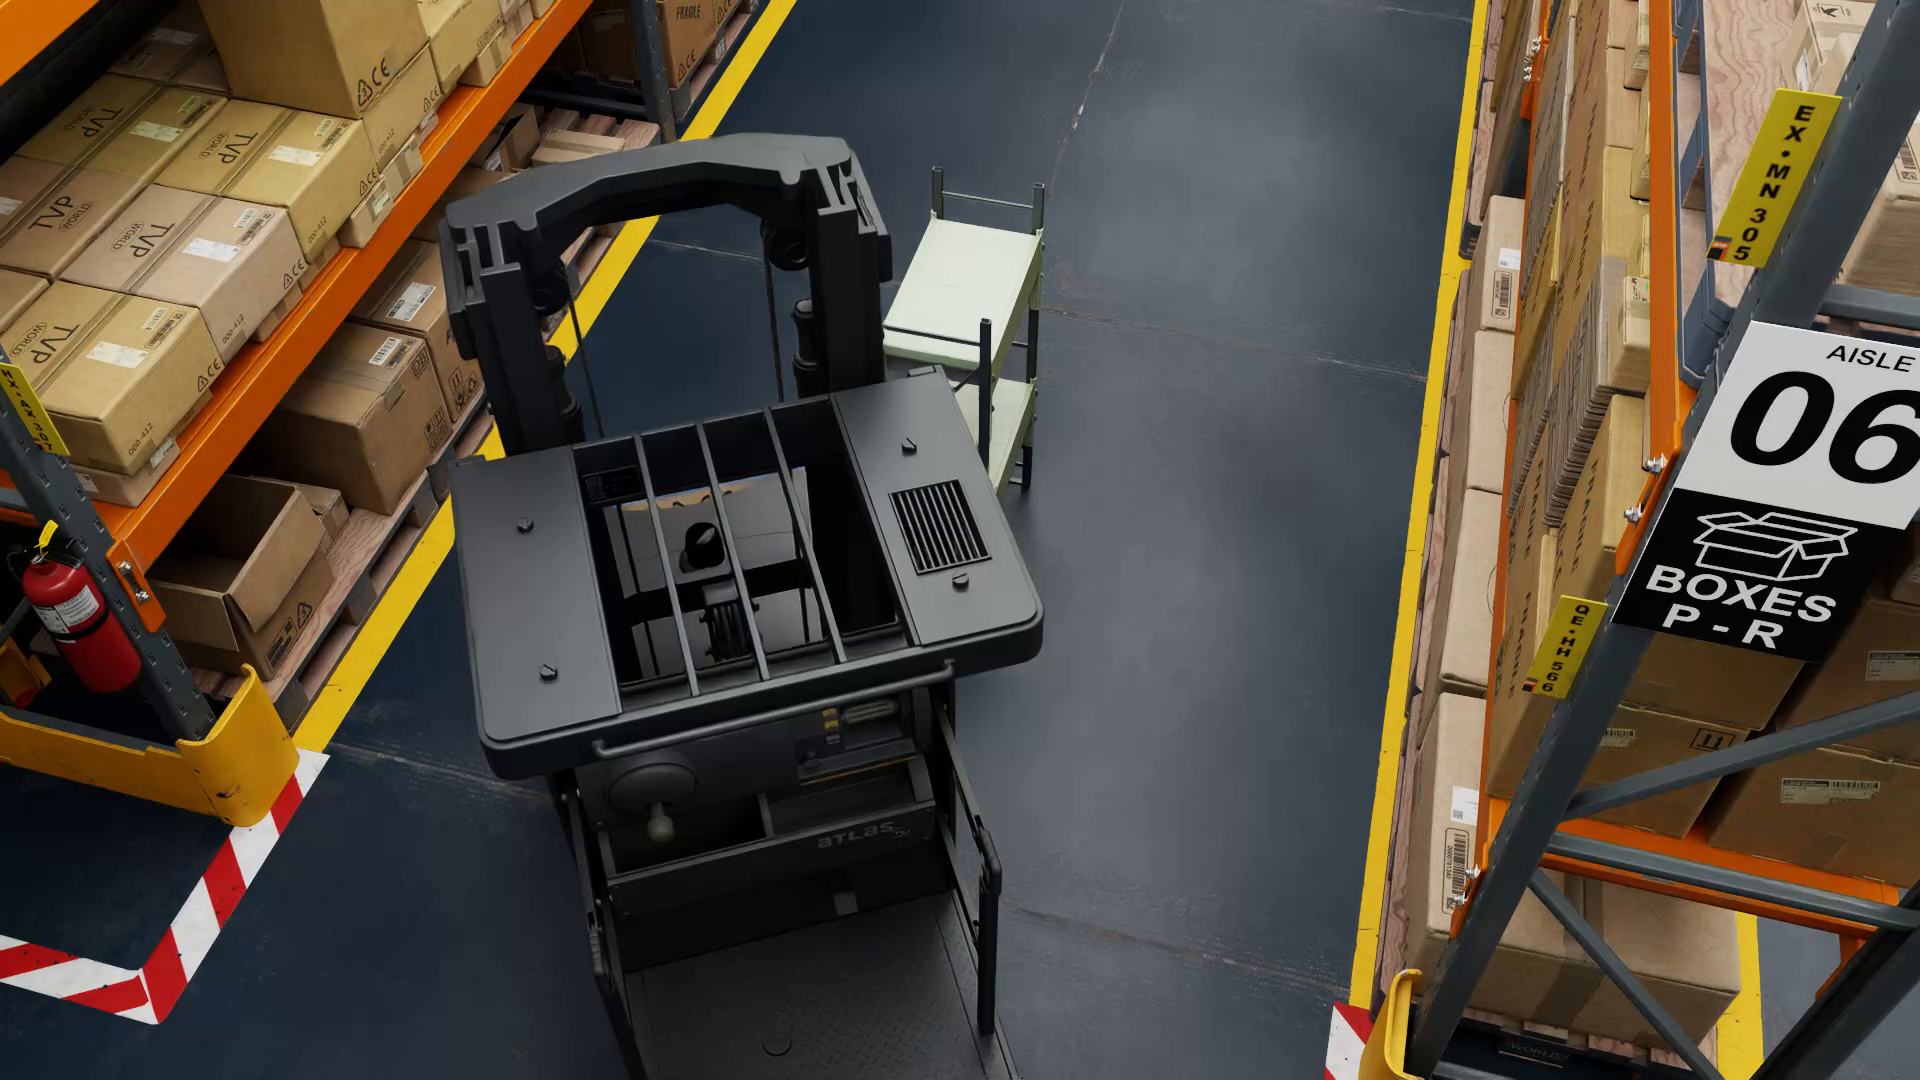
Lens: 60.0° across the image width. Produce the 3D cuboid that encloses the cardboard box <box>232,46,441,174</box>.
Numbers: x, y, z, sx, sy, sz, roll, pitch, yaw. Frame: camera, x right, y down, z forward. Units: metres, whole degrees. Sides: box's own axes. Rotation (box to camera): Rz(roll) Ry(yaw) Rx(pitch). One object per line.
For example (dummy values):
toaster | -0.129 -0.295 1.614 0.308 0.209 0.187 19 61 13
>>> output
cardboard box | -2.229 -1.596 5.979 0.500 0.250 0.500 10 49 9

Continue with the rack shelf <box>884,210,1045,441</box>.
rack shelf | 0.002 -0.759 5.818 0.431 0.370 0.720 12 50 10

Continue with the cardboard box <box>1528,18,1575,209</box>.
cardboard box | 2.345 -1.465 5.894 0.500 0.500 0.500 12 50 10

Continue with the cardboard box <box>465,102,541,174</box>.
cardboard box | -2.334 -1.878 7.839 0.500 0.311 0.500 13 50 11

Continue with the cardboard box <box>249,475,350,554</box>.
cardboard box | -2.583 -0.085 6.365 0.380 0.149 0.250 10 49 9

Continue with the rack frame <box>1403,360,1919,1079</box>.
rack frame | 1.805 0.811 3.953 1.000 3.000 0.127 12 50 10

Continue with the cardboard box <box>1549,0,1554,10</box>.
cardboard box | 2.733 -2.407 6.893 0.500 0.250 0.500 10 49 9

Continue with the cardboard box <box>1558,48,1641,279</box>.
cardboard box | 2.079 -1.053 4.864 0.500 0.500 0.500 11 50 10

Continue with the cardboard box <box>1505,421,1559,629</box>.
cardboard box | 1.823 0.016 4.587 0.500 0.500 0.500 11 49 9

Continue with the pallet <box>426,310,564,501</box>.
pallet | -2.433 -0.755 7.195 1.003 0.211 1.213 12 50 10

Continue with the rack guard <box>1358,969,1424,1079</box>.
rack guard | 1.799 1.655 4.875 1.175 0.500 0.348 12 50 10

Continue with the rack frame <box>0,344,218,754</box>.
rack frame | -2.985 -0.166 4.815 1.000 3.000 0.127 12 50 10

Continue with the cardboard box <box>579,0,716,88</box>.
cardboard box | -1.588 -2.677 8.418 0.500 0.500 0.500 14 50 12

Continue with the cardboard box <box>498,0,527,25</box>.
cardboard box | -1.948 -2.327 6.623 0.500 0.250 0.500 12 50 10

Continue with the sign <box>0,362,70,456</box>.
sign | -2.461 -0.346 4.396 0.100 0.325 0.005 12 50 10

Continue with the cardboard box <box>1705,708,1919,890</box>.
cardboard box | 2.208 0.487 4.172 0.500 0.500 0.500 11 50 10

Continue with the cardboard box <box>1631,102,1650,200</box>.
cardboard box | 1.989 -1.001 4.385 0.380 0.149 0.250 13 50 11

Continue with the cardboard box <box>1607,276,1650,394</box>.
cardboard box | 1.737 -0.459 3.907 0.380 0.149 0.250 11 50 10

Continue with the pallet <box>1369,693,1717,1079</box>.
pallet | 1.940 1.139 5.522 1.003 0.211 1.213 12 50 10

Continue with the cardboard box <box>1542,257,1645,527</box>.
cardboard box | 1.811 -0.333 4.228 0.500 0.500 0.500 12 50 10

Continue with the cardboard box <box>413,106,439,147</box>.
cardboard box | -2.196 -1.583 6.233 0.380 0.149 0.250 11 50 10

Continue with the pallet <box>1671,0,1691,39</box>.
pallet | 2.309 -1.577 4.118 1.003 0.211 1.213 12 50 10

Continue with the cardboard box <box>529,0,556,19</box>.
cardboard box | -1.865 -2.311 6.875 0.380 0.149 0.250 13 50 11

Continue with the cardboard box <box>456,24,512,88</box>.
cardboard box | -2.000 -1.936 6.544 0.380 0.149 0.250 11 49 9

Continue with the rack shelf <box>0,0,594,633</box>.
rack shelf | -2.458 -1.375 6.361 1.077 0.370 4.000 12 50 10

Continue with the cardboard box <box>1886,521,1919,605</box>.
cardboard box | 2.165 0.030 3.476 0.380 0.149 0.250 13 50 11

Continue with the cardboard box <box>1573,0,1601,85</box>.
cardboard box | 2.360 -1.786 5.511 0.500 0.500 0.500 11 49 10

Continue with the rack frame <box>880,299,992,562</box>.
rack frame | -0.095 -0.236 5.877 0.400 1.500 0.023 12 50 10

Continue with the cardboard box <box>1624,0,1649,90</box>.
cardboard box | 2.105 -1.386 4.725 0.380 0.149 0.250 12 50 10

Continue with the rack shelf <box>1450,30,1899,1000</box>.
rack shelf | 2.331 -0.398 5.499 1.077 0.370 4.000 12 50 10

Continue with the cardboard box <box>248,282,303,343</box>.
cardboard box | -2.450 -0.828 5.566 0.380 0.149 0.250 13 50 11

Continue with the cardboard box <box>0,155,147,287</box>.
cardboard box | -2.983 -0.973 5.429 0.500 0.250 0.500 12 50 10

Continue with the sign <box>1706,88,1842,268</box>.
sign | 1.285 -0.566 2.629 0.100 0.325 0.005 12 50 10

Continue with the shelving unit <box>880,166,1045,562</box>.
shelving unit | 0.002 -0.501 6.111 0.431 1.500 0.755 12 50 10

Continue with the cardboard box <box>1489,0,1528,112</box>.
cardboard box | 3.174 -2.638 8.133 0.875 0.875 0.875 13 50 11

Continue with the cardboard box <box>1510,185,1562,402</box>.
cardboard box | 2.072 -0.734 5.249 0.500 0.500 0.500 13 50 11

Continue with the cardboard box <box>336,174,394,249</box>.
cardboard box | -2.247 -1.189 5.885 0.380 0.149 0.250 10 49 9

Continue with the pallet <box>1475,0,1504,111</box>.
pallet | 3.307 -2.618 8.839 1.003 0.211 1.213 12 50 10

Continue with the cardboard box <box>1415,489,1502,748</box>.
cardboard box | 2.115 0.359 5.780 0.875 0.438 0.875 13 50 11

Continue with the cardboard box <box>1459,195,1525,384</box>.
cardboard box | 2.589 -0.941 6.927 0.875 0.438 0.875 11 49 9

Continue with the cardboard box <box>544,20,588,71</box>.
cardboard box | -2.088 -2.785 8.513 0.500 0.500 0.500 11 50 10

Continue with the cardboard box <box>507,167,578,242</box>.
cardboard box | -1.889 -1.575 7.601 0.396 0.266 0.258 13 50 11

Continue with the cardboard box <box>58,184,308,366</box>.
cardboard box | -2.473 -0.855 5.324 0.500 0.250 0.500 12 50 10

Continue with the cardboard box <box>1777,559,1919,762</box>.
cardboard box | 2.206 0.156 3.797 0.500 0.500 0.500 11 49 9

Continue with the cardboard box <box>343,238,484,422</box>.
cardboard box | -2.234 -0.875 6.828 0.500 0.500 0.500 12 50 11

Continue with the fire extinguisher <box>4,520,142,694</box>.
fire extinguisher | -2.578 0.180 4.809 0.296 0.674 0.183 12 50 10

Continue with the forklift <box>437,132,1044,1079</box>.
forklift | -0.474 0.621 4.166 1.130 2.935 3.031 -12 50 -11

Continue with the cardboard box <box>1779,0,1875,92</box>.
cardboard box | 1.870 -0.933 3.312 0.380 0.149 0.250 8 49 7

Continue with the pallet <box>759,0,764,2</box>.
pallet | -1.435 -3.618 9.721 1.003 0.211 1.213 12 50 10

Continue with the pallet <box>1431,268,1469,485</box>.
pallet | 2.582 -0.625 7.080 1.003 0.211 1.213 12 50 10

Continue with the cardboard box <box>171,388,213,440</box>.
cardboard box | -2.611 -0.460 5.242 0.380 0.149 0.250 13 50 11

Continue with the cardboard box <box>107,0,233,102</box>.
cardboard box | -2.710 -1.708 6.078 0.500 0.250 0.500 11 50 10
